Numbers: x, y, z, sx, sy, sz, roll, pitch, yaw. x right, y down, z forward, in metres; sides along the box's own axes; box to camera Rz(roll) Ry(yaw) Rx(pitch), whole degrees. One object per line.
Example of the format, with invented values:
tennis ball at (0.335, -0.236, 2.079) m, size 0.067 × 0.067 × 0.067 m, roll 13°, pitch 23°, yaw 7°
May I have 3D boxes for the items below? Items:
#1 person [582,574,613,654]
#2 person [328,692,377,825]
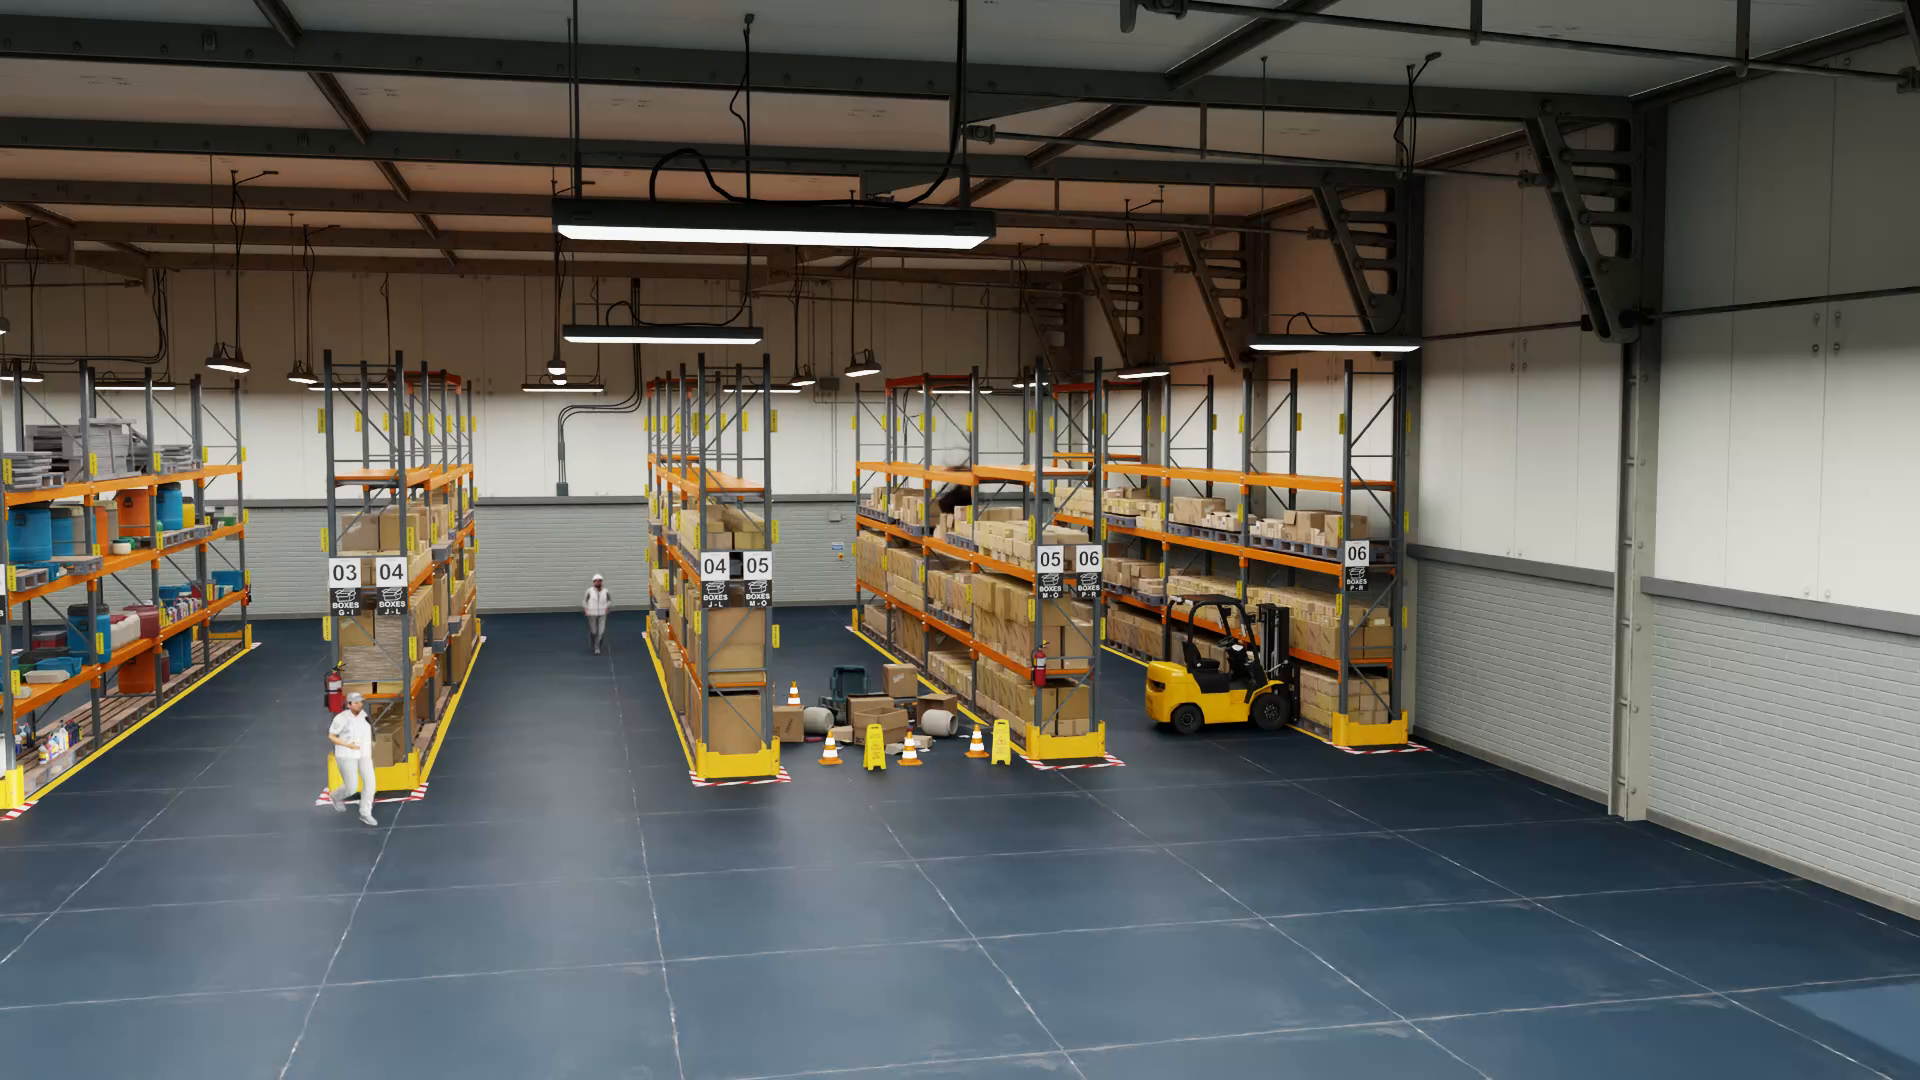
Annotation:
person at (-7.928, 1.618, 36.403) m, size 0.661 × 1.732 × 0.597 m, roll -1°, pitch 4°, yaw -19°
person at (-7.652, 2.740, 20.958) m, size 0.783 × 1.667 × 0.645 m, roll 3°, pitch 5°, yaw 35°
